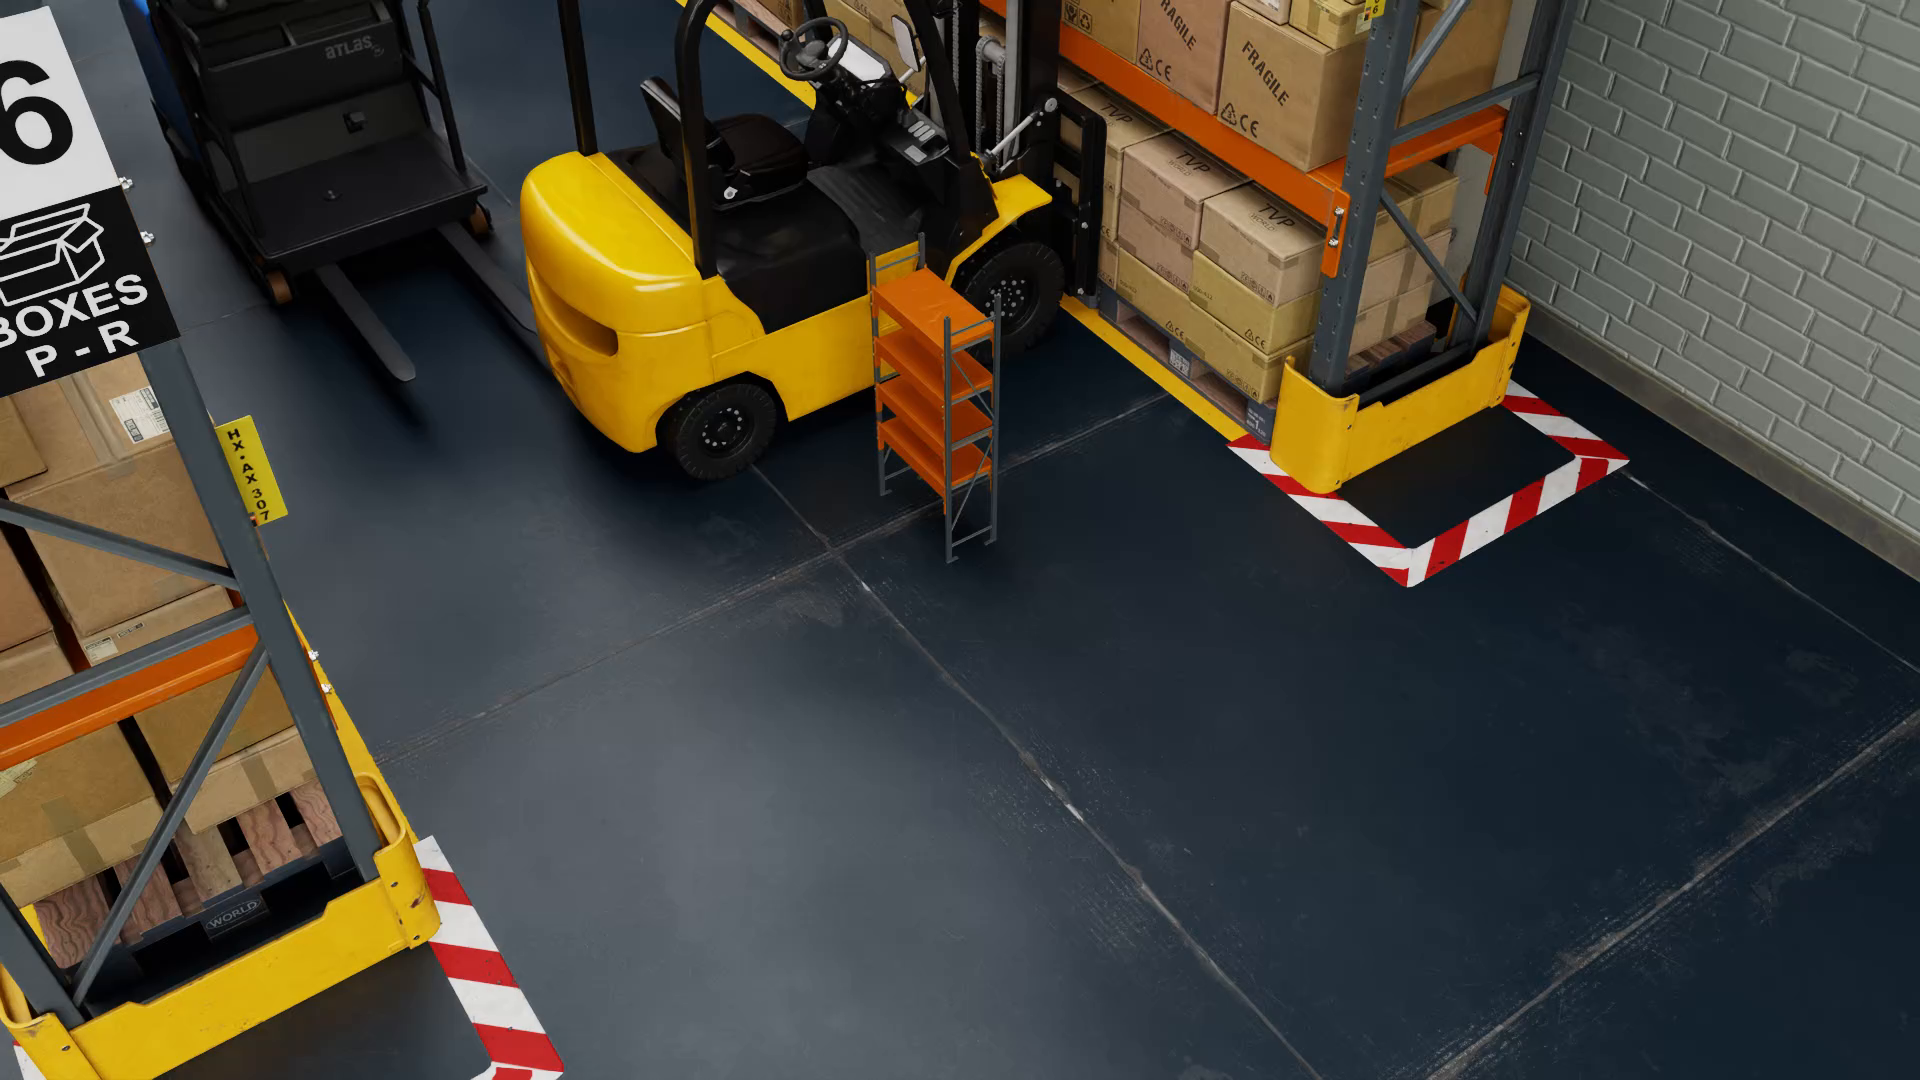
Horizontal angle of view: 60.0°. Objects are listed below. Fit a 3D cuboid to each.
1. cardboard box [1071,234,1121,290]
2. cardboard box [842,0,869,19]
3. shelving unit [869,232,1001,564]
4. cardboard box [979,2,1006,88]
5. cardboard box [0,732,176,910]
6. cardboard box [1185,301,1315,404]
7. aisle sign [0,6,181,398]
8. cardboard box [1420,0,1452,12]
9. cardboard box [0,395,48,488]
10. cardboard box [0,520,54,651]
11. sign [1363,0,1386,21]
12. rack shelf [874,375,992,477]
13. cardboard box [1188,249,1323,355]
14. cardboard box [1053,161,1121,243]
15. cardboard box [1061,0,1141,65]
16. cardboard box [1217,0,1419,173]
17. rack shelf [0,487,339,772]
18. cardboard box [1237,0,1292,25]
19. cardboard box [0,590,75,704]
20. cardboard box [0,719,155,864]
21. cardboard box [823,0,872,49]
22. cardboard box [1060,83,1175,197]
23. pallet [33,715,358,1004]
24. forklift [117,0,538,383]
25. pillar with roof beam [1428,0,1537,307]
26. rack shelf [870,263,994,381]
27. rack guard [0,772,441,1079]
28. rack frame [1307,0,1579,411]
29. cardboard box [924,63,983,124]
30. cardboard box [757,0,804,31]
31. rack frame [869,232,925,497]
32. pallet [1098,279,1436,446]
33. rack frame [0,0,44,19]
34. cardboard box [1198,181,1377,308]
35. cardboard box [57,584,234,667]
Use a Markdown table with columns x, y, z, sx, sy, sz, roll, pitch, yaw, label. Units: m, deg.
| x | y | z | sx | sy | sz | roll | pitch | yaw | label |
| --- | --- | --- | --- | --- | --- | --- | --- | --- | --- |
| 0.780 | -1.472 | 7.806 | 0.500 | 0.250 | 0.500 | -25 | 49 | -24 | cardboard box |
| -0.406 | -2.987 | 8.670 | 0.500 | 0.250 | 0.500 | -26 | 50 | -25 | cardboard box |
| -0.095 | -0.528 | 6.434 | 0.258 | 1.200 | 0.503 | -26 | 49 | -24 | shelving unit |
| 0.173 | -2.416 | 8.072 | 0.500 | 0.250 | 0.500 | -24 | 49 | -23 | cardboard box |
| -2.903 | 0.840 | 5.385 | 0.500 | 0.250 | 0.500 | -26 | 49 | -25 | cardboard box |
| 1.335 | -0.899 | 7.207 | 0.500 | 0.250 | 0.500 | -25 | 49 | -24 | cardboard box |
| -1.916 | -0.665 | 3.392 | 0.394 | 0.787 | 0.004 | -26 | 49 | -24 | aisle sign |
| 1.882 | -2.166 | 6.304 | 0.380 | 0.149 | 0.250 | -27 | 50 | -25 | cardboard box |
| -2.677 | -0.346 | 3.928 | 0.700 | 0.500 | 0.500 | -27 | 50 | -25 | cardboard box |
| -2.742 | 0.020 | 4.269 | 0.500 | 0.500 | 0.500 | -27 | 50 | -25 | cardboard box |
| 1.410 | -1.899 | 5.556 | 0.100 | 0.325 | 0.005 | -26 | 49 | -24 | sign |
| -0.095 | -0.479 | 6.480 | 0.258 | 0.148 | 0.480 | -26 | 49 | -24 | rack shelf |
| 1.328 | -1.091 | 7.046 | 0.500 | 0.250 | 0.500 | -26 | 50 | -25 | cardboard box |
| 0.738 | -1.663 | 7.645 | 0.500 | 0.250 | 0.500 | -27 | 50 | -25 | cardboard box |
| 0.784 | -2.399 | 7.019 | 0.500 | 0.500 | 0.500 | -27 | 50 | -25 | cardboard box |
| 1.366 | -1.812 | 6.403 | 0.500 | 0.500 | 0.500 | -27 | 50 | -25 | cardboard box |
| -3.350 | -0.510 | 5.633 | 1.077 | 0.370 | 4.000 | -26 | 49 | -24 | rack shelf |
| 1.264 | -2.090 | 6.225 | 0.380 | 0.149 | 0.250 | -25 | 49 | -24 | cardboard box |
| -2.595 | 0.326 | 4.418 | 0.380 | 0.149 | 0.250 | -24 | 49 | -23 | cardboard box |
| -2.878 | 0.583 | 5.111 | 0.500 | 0.500 | 0.500 | -25 | 49 | -24 | cardboard box |
| -0.402 | -2.808 | 8.845 | 0.500 | 0.250 | 0.500 | -26 | 49 | -25 | cardboard box |
| 0.750 | -1.826 | 7.453 | 0.500 | 0.250 | 0.500 | -25 | 49 | -24 | cardboard box |
| -2.685 | 0.854 | 5.703 | 1.003 | 0.211 | 1.213 | -26 | 49 | -24 | pallet |
| -2.995 | -2.561 | 7.310 | 1.130 | 2.935 | 3.031 | -26 | 50 | -25 | forklift |
| -1.327 | -2.820 | 3.187 | 9.100 | 9.000 | 0.400 | -26 | 49 | -24 | pillar with roof beam |
| -0.095 | -0.812 | 6.163 | 0.258 | 0.148 | 0.480 | -26 | 49 | -24 | rack shelf |
| -2.249 | 1.223 | 5.106 | 1.175 | 0.500 | 0.348 | -26 | 49 | -24 | rack guard |
| 1.863 | -1.601 | 6.254 | 1.000 | 3.000 | 0.127 | -26 | 49 | -24 | rack frame |
| 0.166 | -2.235 | 8.244 | 0.500 | 0.250 | 0.500 | -26 | 50 | -25 | cardboard box |
| -0.733 | -3.450 | 9.607 | 0.875 | 0.625 | 0.625 | -24 | 48 | -23 | cardboard box |
| -0.234 | -0.666 | 6.579 | 0.240 | 1.200 | 0.015 | -26 | 49 | -24 | rack frame |
| 1.391 | -1.009 | 7.654 | 1.003 | 0.211 | 1.213 | -26 | 49 | -24 | pallet |
| -2.206 | -1.808 | 2.127 | 1.000 | 3.000 | 0.127 | -26 | 49 | -24 | rack frame |
| 1.344 | -1.257 | 6.858 | 0.500 | 0.250 | 0.500 | -24 | 49 | -23 | cardboard box |
| -2.230 | 0.179 | 4.572 | 0.380 | 0.149 | 0.250 | -26 | 49 | -24 | cardboard box |
